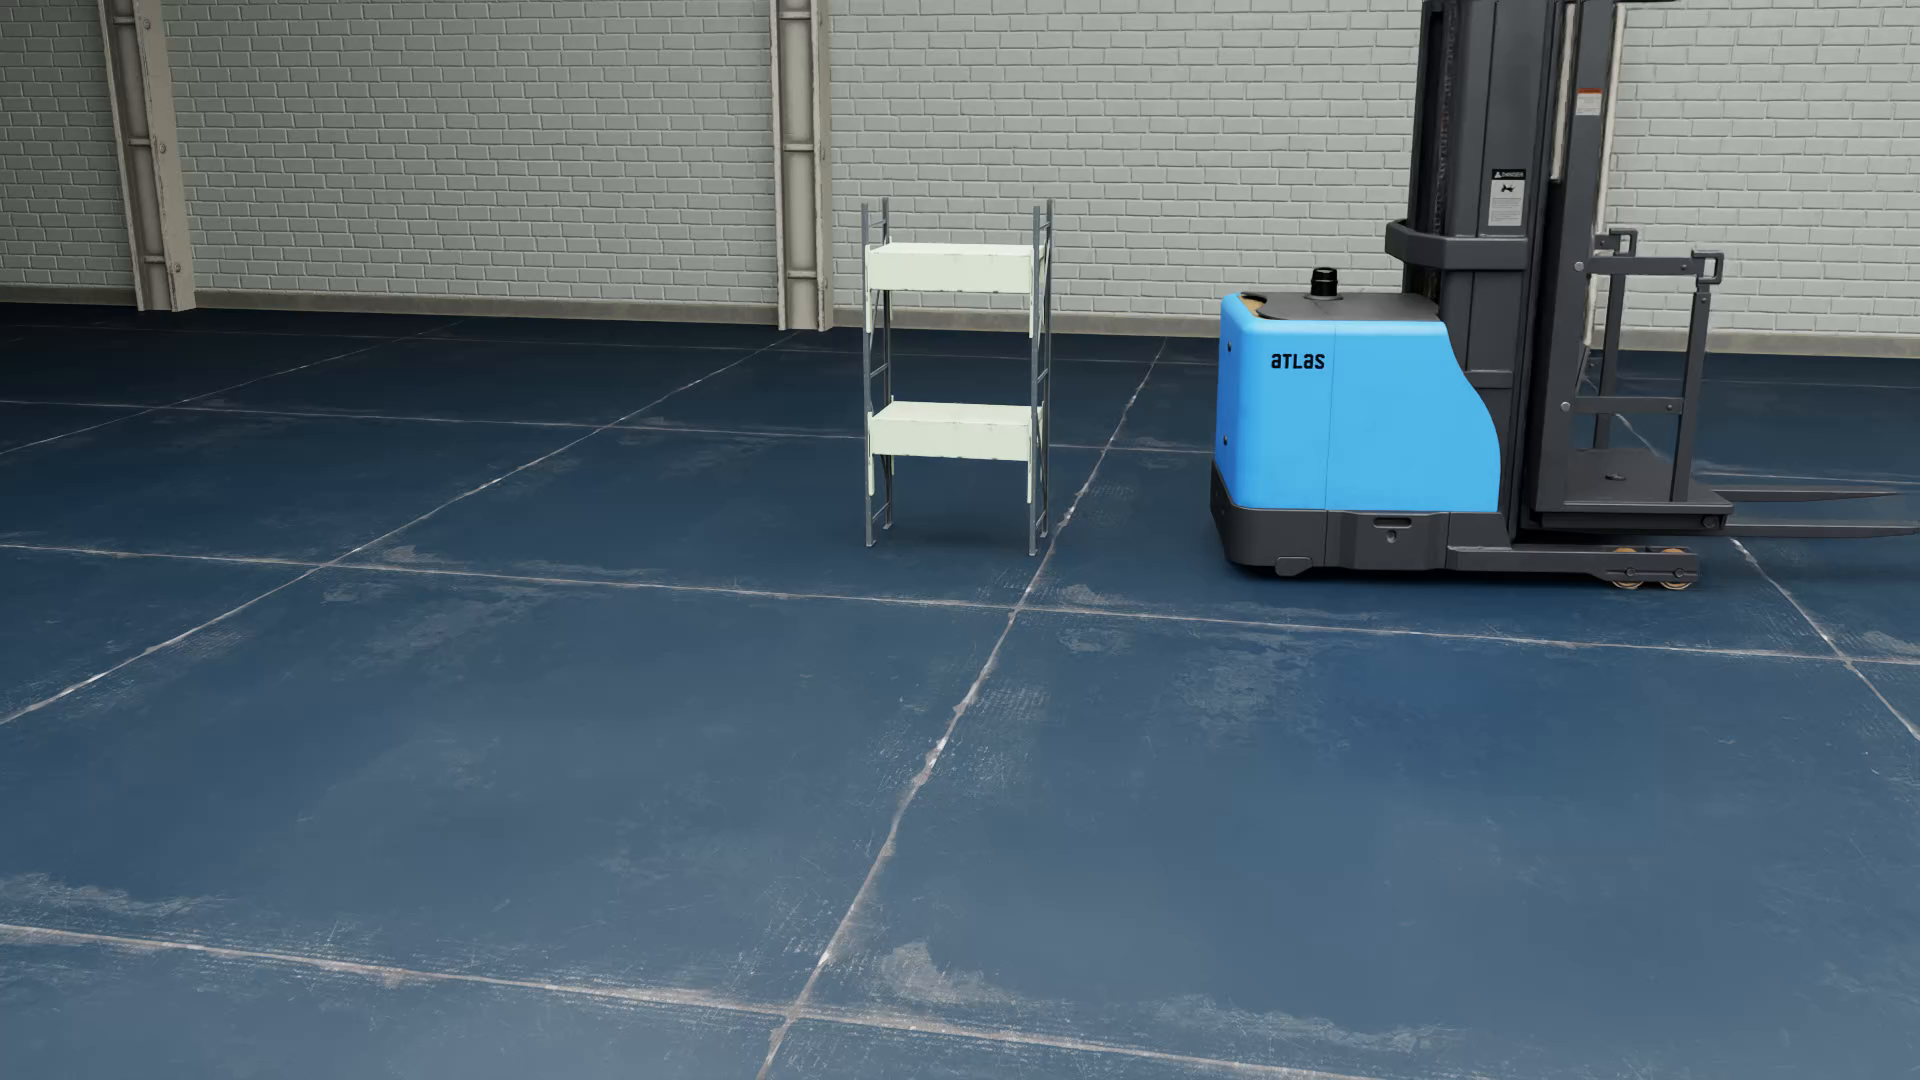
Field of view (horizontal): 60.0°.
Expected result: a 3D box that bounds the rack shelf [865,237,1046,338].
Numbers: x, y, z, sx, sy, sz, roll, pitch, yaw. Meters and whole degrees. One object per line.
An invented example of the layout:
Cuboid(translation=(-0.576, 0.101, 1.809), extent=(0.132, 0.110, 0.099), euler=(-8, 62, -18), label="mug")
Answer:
Cuboid(translation=(-0.007, -1.099, 7.189), extent=(0.720, 0.370, 0.431), euler=(3, 16, 11), label="rack shelf")

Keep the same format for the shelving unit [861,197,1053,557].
Cuboid(translation=(-0.007, -0.723, 7.293), extent=(0.755, 1.500, 0.431), euler=(3, 16, 11), label="shelving unit")

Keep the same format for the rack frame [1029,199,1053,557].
Cuboid(translation=(0.352, -0.704, 7.223), extent=(0.023, 1.500, 0.400), euler=(3, 16, 11), label="rack frame")

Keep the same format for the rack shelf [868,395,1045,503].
Cuboid(translation=(-0.007, -0.409, 7.380), extent=(0.720, 0.370, 0.431), euler=(3, 16, 11), label="rack shelf")

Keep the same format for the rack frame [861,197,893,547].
Cuboid(translation=(-0.365, -0.743, 7.363), extent=(0.023, 1.500, 0.400), euler=(3, 16, 11), label="rack frame")

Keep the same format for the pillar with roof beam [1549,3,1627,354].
Cuboid(translation=(3.741, -4.662, 7.465), extent=(0.400, 9.000, 9.100), euler=(3, 16, 11), label="pillar with roof beam")

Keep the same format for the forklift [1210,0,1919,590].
Cuboid(translation=(2.655, -1.356, 6.895), extent=(3.031, 2.935, 1.130), euler=(1, 16, 3), label="forklift")

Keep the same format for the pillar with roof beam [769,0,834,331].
Cuboid(translation=(-2.139, -4.981, 8.618), extent=(0.400, 9.000, 9.100), euler=(3, 16, 11), label="pillar with roof beam")

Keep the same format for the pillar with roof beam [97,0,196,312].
Cuboid(translation=(-8.018, -5.300, 9.770), extent=(0.400, 9.000, 9.100), euler=(3, 16, 11), label="pillar with roof beam")
